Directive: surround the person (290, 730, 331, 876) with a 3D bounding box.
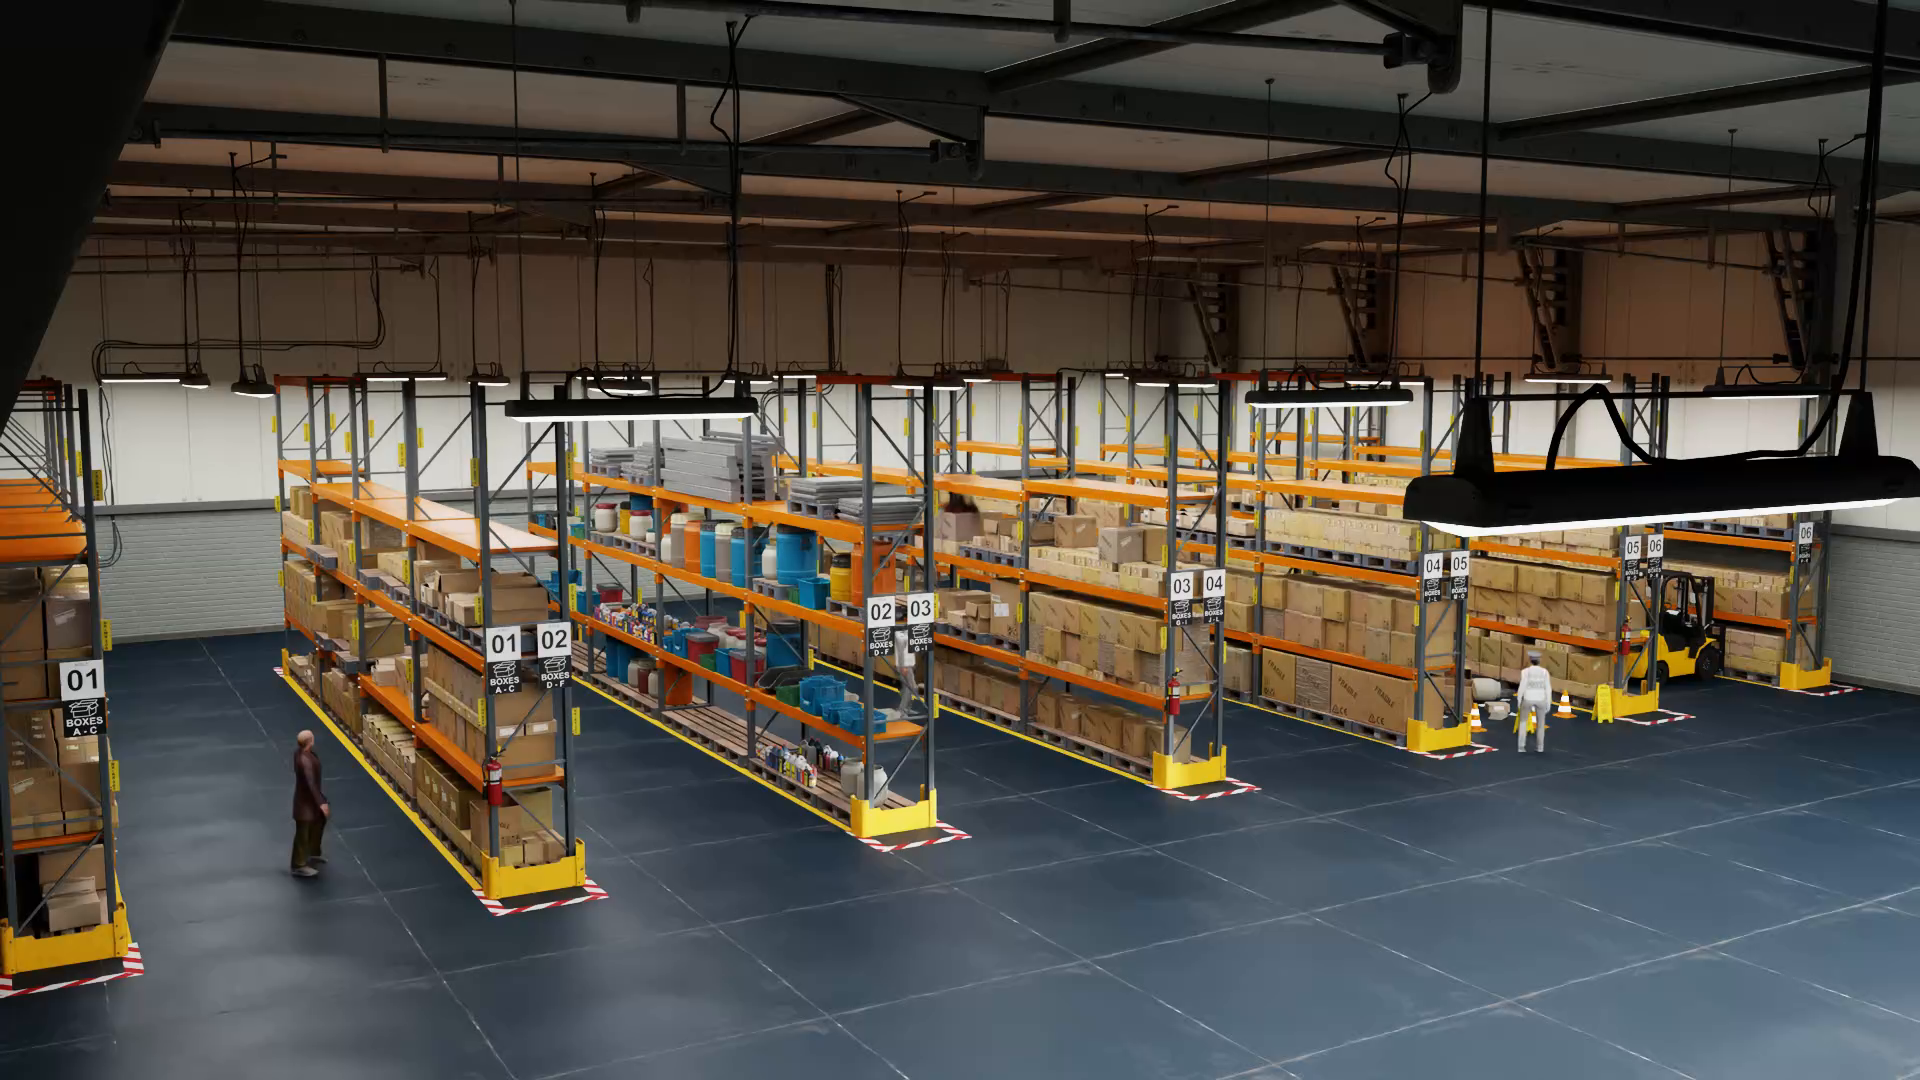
[{"bbox_3d":[-8.028,3.226,20.540,0.519,1.813,0.711,-2,7,-18],"label":"person"}]

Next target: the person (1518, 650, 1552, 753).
[{"bbox_3d":[9.222,2.595,26.695,0.520,1.687,0.502,2,7,17],"label":"person"}]

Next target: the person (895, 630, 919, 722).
[{"bbox_3d":[-0.925,2.204,28.865,0.410,1.830,0.572,0,6,3],"label":"person"}]
